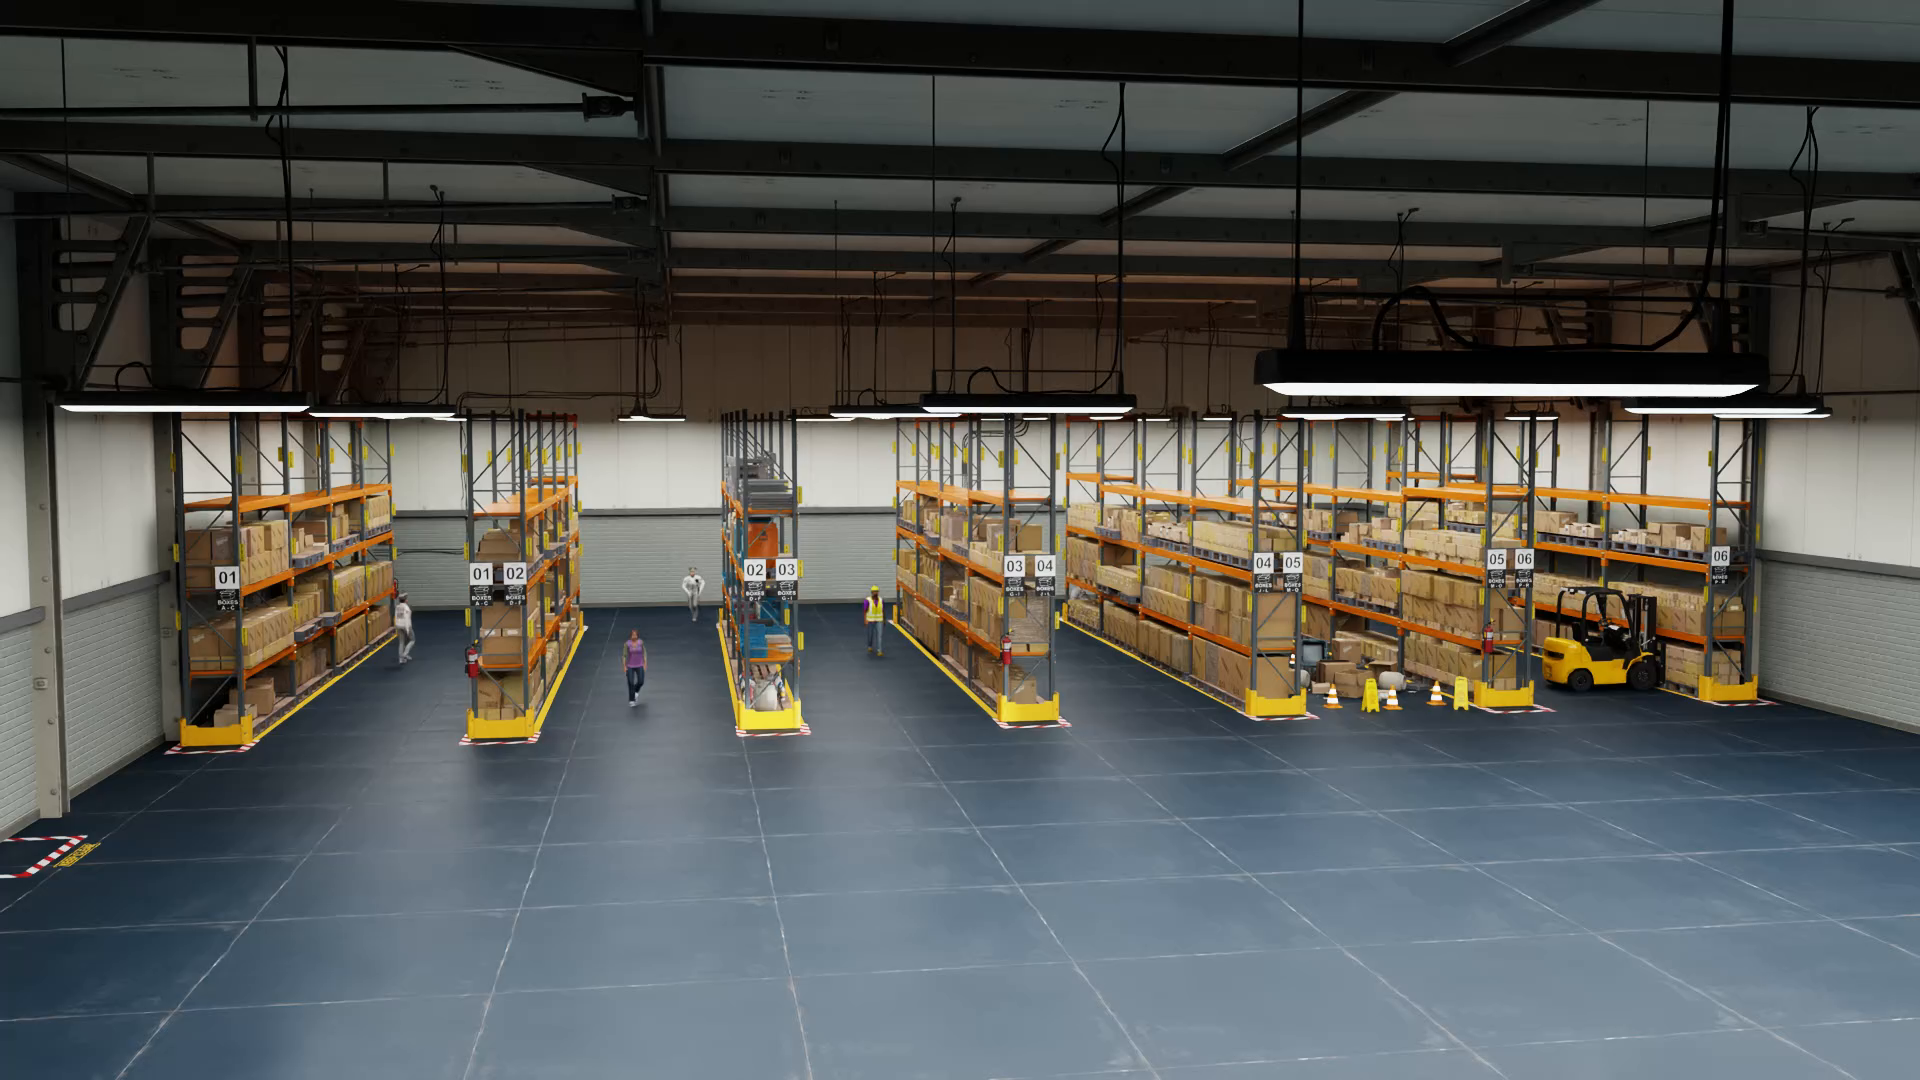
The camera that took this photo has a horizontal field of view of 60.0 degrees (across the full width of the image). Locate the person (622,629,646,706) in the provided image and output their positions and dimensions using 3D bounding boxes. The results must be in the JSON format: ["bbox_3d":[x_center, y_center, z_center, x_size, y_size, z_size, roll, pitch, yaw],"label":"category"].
[{"bbox_3d":[-6.647,2.585,33.899,0.501,1.582,0.475,-1,4,-16],"label":"person"}]

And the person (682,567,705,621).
[{"bbox_3d":[-7.736,1.564,48.282,0.604,1.596,0.701,0,4,2],"label":"person"}]

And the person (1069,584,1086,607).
[{"bbox_3d":[3.543,1.386,49.688,1.017,1.748,0.515,-1,4,-16],"label":"person"}]

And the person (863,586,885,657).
[{"bbox_3d":[-2.110,1.998,41.061,0.604,1.714,1.093,-1,4,-12],"label":"person"}]

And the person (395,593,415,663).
[{"bbox_3d":[-13.309,2.102,39.750,0.509,1.661,0.465,1,4,13],"label":"person"}]
